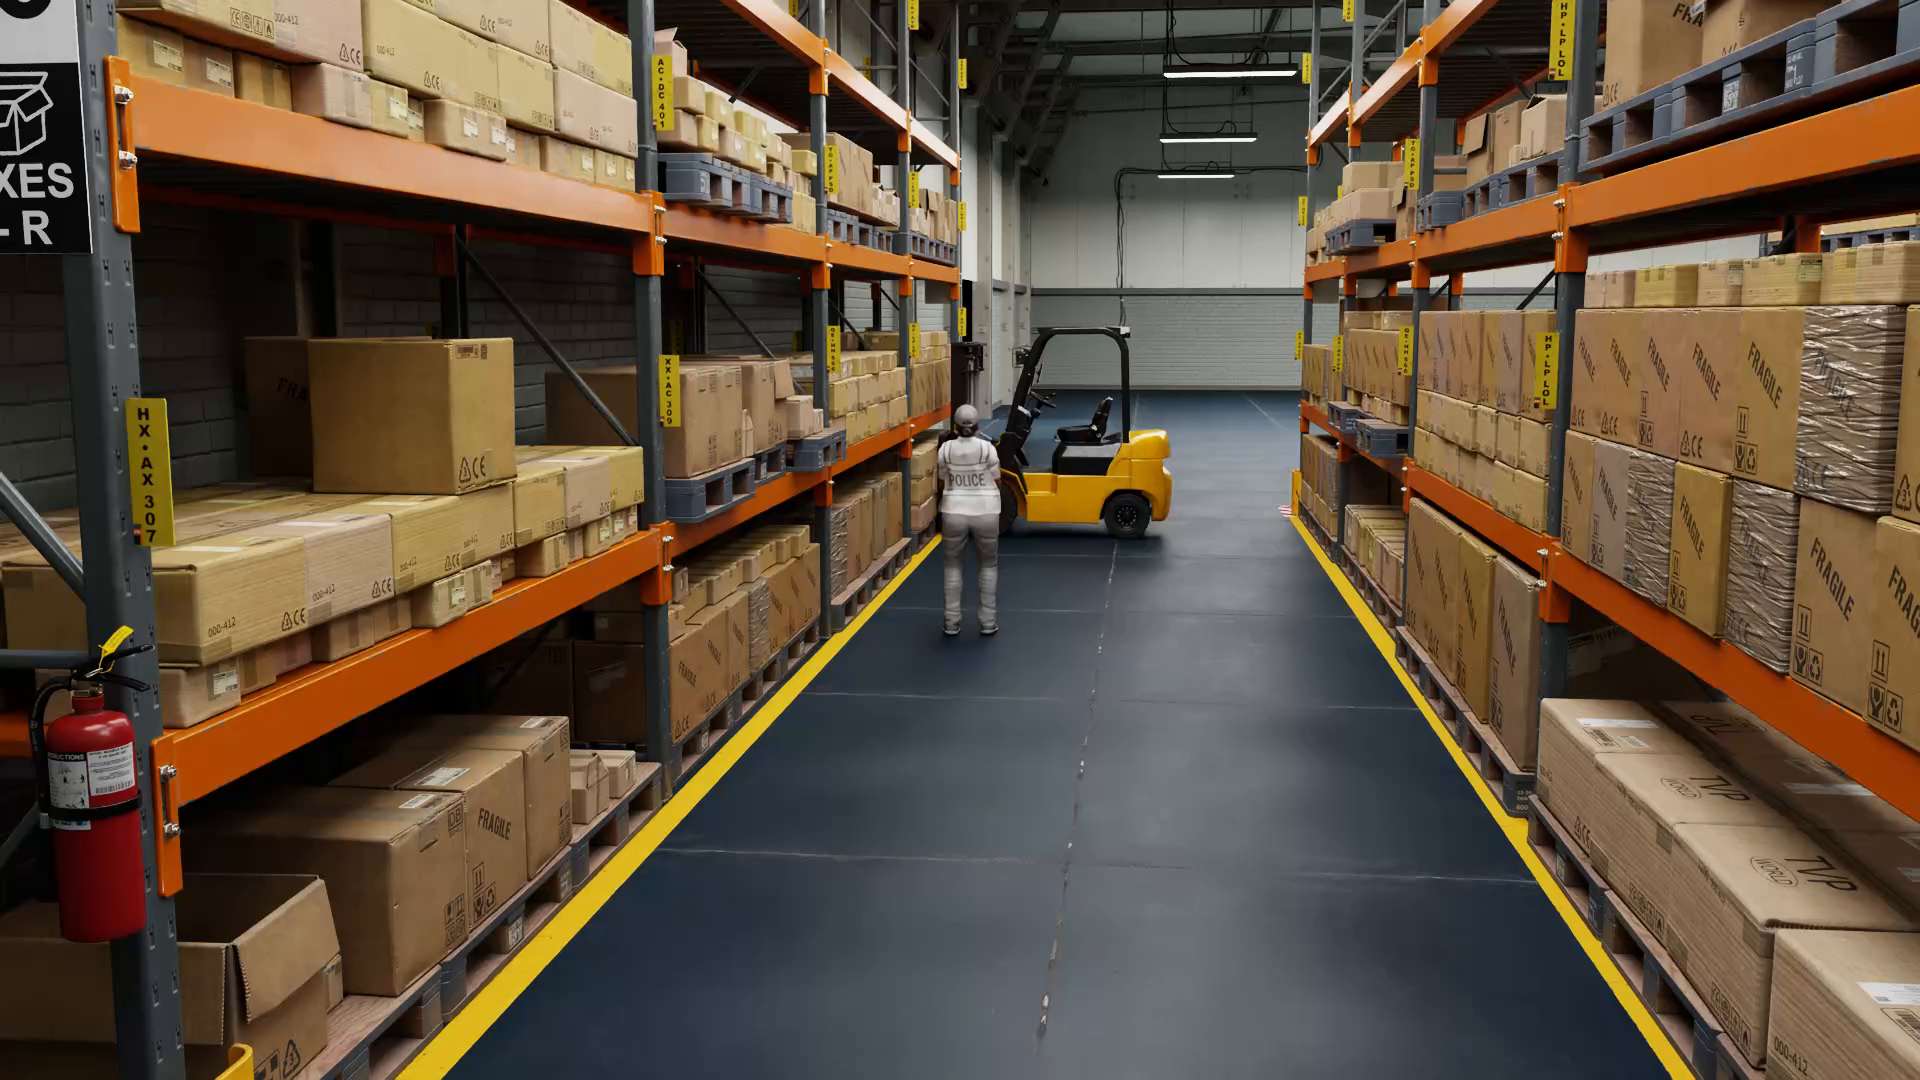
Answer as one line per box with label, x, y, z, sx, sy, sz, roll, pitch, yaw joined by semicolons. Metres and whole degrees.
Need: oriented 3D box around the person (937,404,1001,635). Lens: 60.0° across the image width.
person;0.071;-0.151;11.944;0.453;1.653;0.541;1;8;4
